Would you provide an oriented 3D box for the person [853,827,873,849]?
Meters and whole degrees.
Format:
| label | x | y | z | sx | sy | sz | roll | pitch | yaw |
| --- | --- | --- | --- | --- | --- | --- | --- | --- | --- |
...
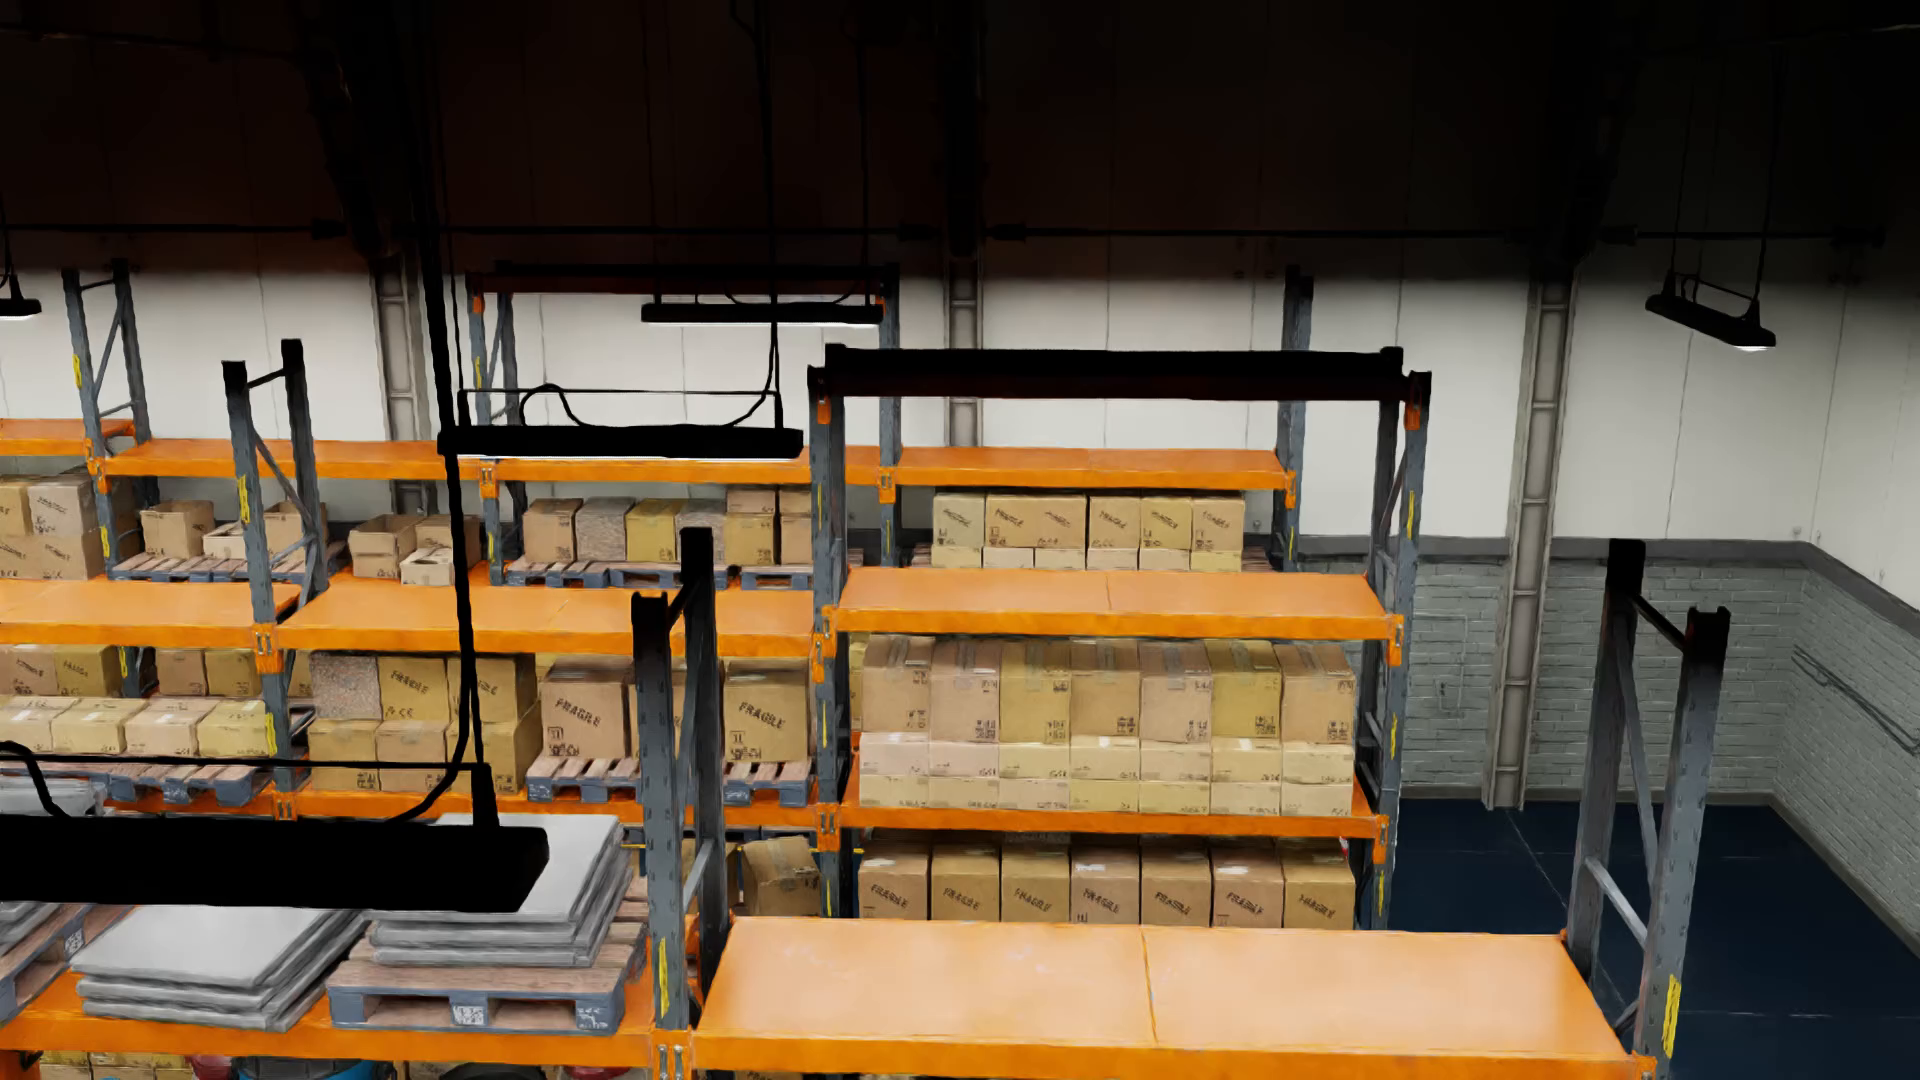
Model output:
| label | x | y | z | sx | sy | sz | roll | pitch | yaw |
| --- | --- | --- | --- | --- | --- | --- | --- | --- | --- |
| person | -1.073 | 2.740 | 16.284 | 1.090 | 1.580 | 0.496 | 0 | 16 | 1 |
